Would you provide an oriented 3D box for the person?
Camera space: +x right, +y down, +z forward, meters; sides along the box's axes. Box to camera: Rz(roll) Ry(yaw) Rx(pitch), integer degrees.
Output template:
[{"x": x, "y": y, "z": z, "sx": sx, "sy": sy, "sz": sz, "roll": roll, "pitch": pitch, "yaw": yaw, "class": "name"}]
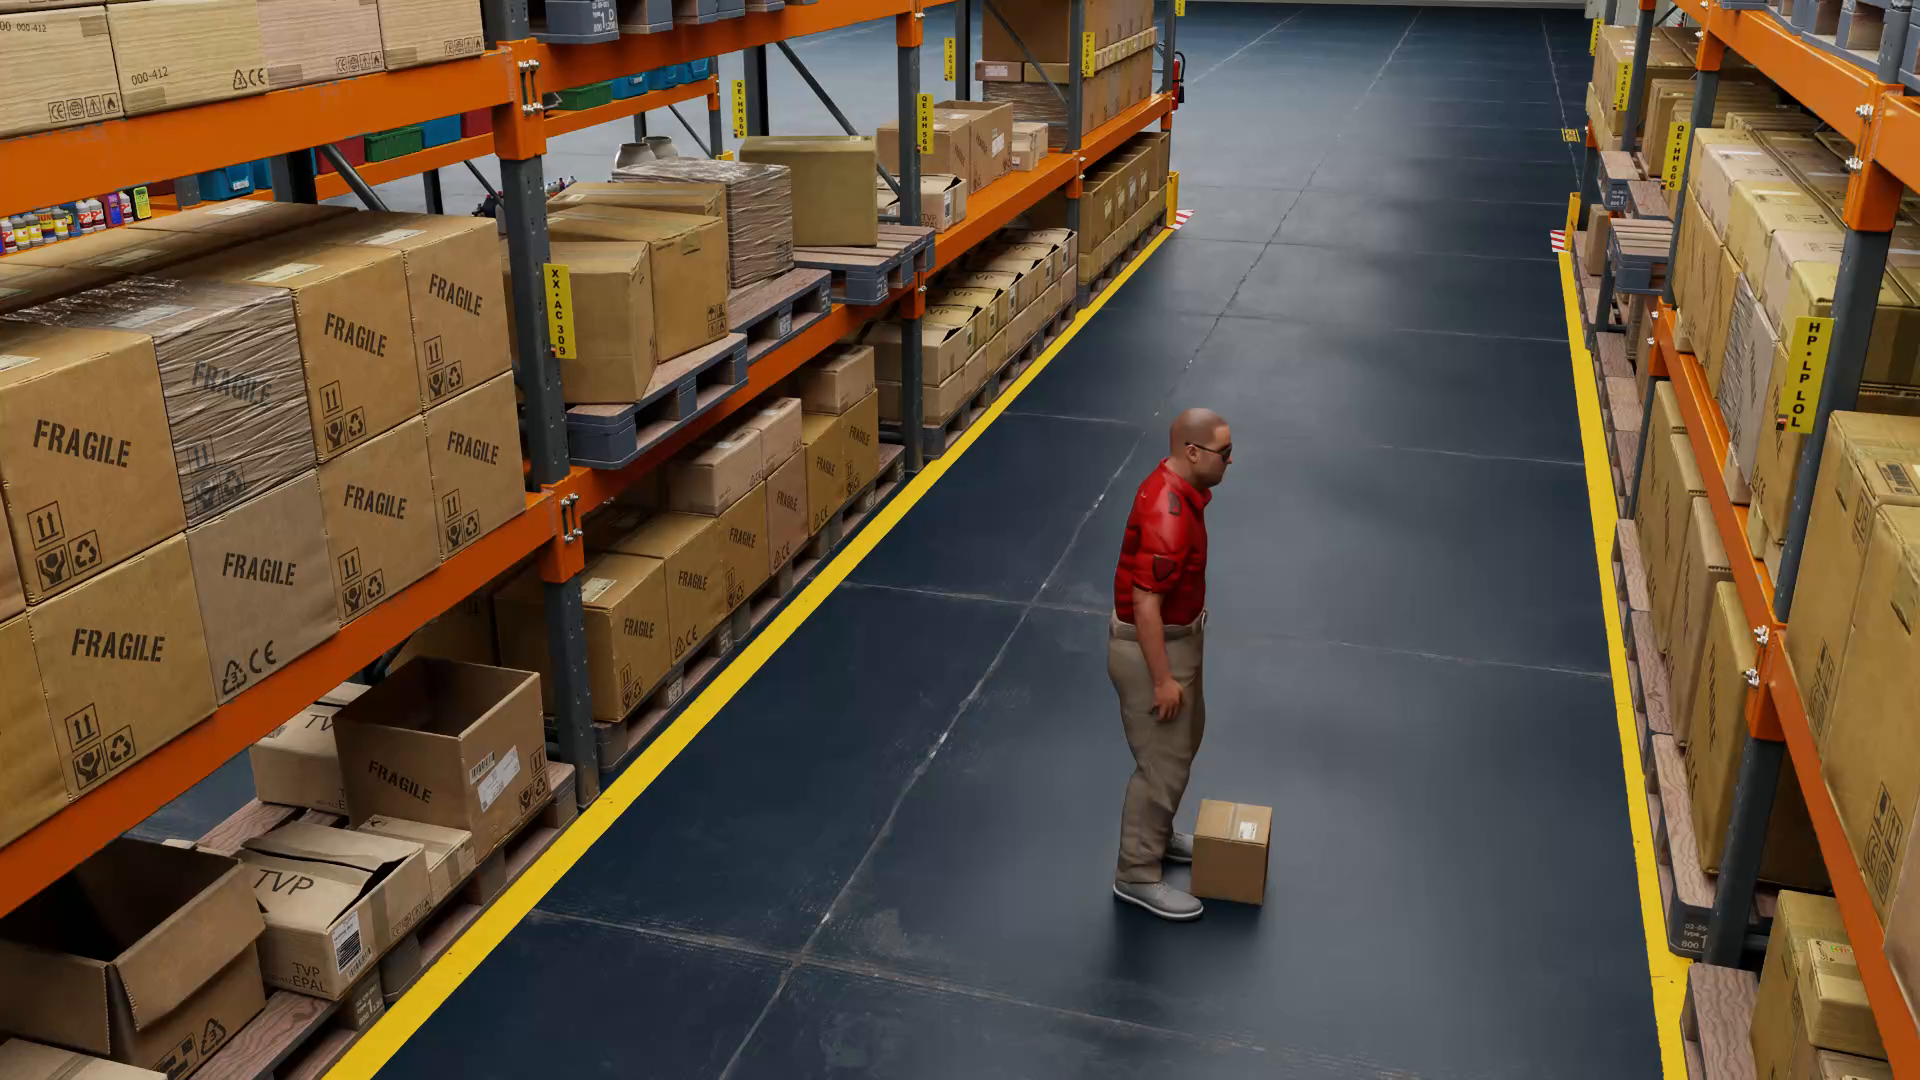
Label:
[{"x": 0.707, "y": 0.387, "z": 5.641, "sx": 0.393, "sy": 1.725, "sz": 0.596, "roll": 5, "pitch": 22, "yaw": 13, "class": "person"}]
